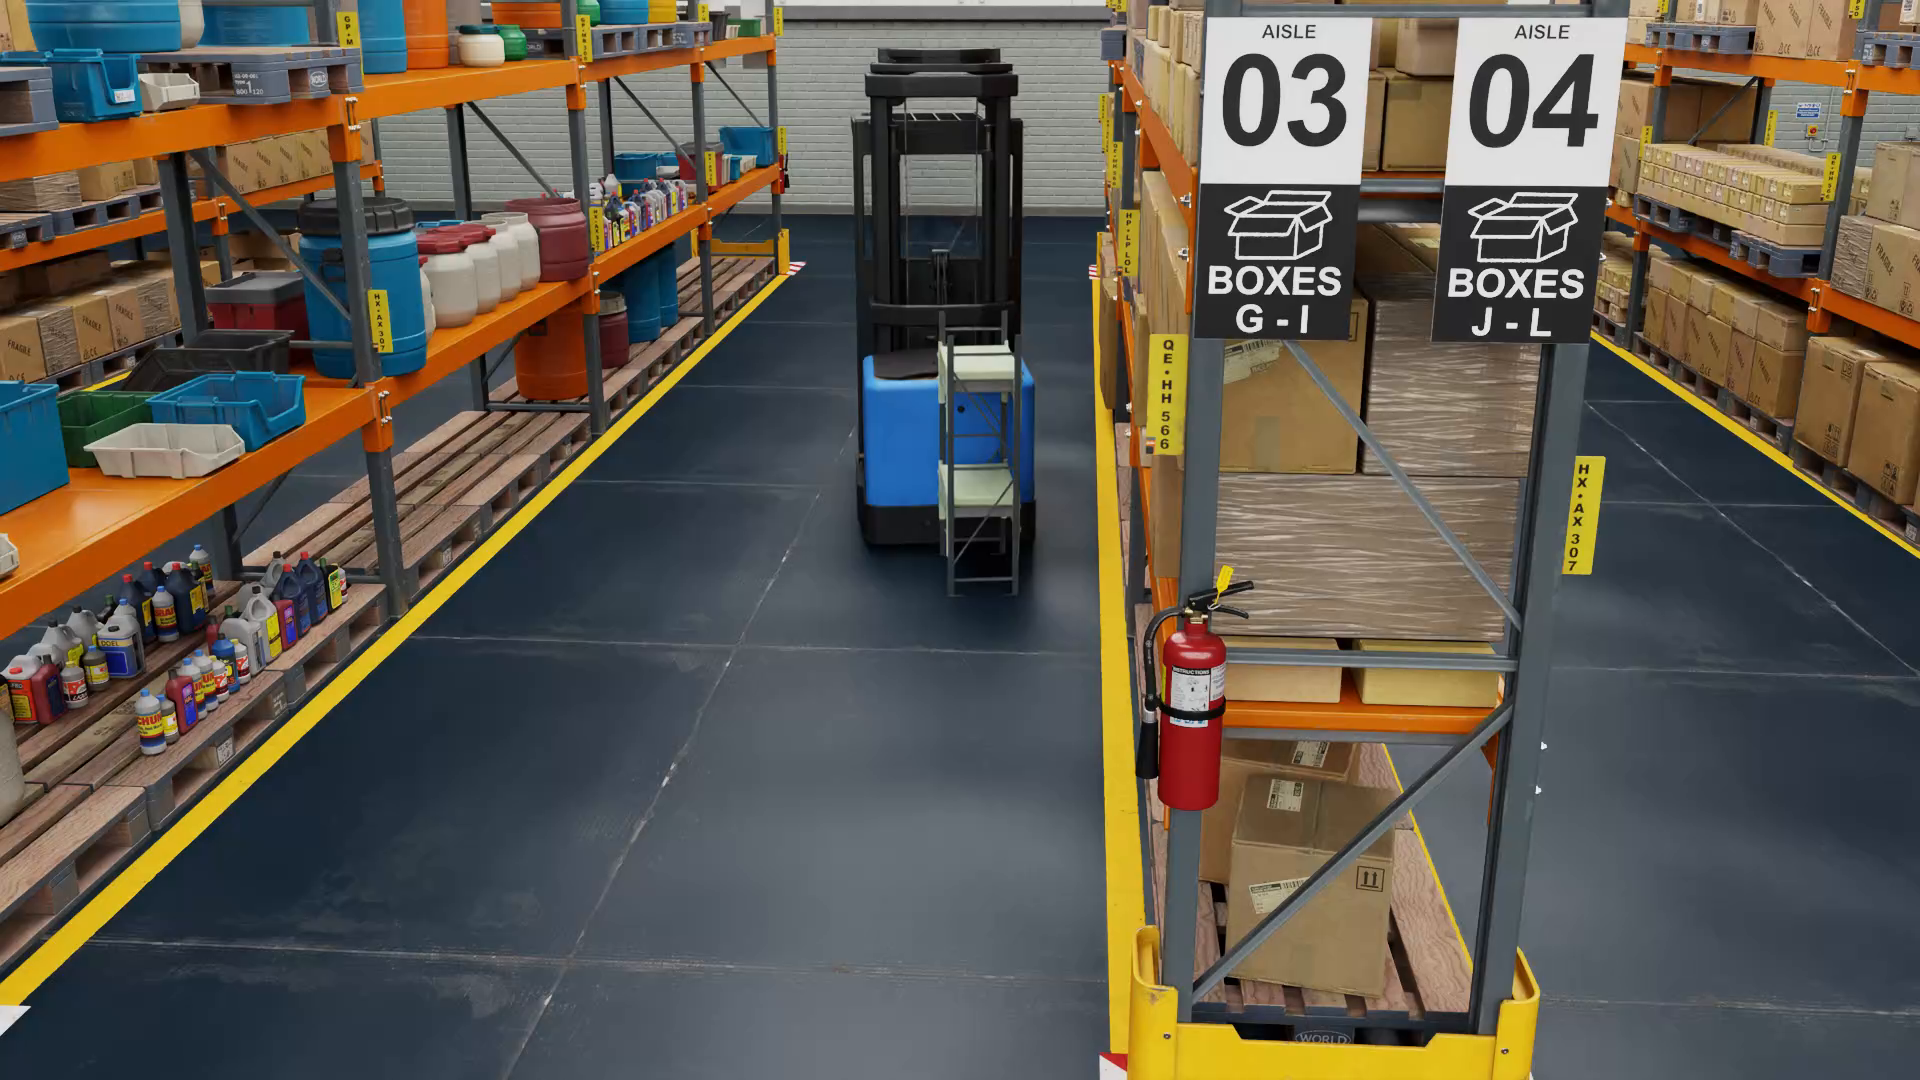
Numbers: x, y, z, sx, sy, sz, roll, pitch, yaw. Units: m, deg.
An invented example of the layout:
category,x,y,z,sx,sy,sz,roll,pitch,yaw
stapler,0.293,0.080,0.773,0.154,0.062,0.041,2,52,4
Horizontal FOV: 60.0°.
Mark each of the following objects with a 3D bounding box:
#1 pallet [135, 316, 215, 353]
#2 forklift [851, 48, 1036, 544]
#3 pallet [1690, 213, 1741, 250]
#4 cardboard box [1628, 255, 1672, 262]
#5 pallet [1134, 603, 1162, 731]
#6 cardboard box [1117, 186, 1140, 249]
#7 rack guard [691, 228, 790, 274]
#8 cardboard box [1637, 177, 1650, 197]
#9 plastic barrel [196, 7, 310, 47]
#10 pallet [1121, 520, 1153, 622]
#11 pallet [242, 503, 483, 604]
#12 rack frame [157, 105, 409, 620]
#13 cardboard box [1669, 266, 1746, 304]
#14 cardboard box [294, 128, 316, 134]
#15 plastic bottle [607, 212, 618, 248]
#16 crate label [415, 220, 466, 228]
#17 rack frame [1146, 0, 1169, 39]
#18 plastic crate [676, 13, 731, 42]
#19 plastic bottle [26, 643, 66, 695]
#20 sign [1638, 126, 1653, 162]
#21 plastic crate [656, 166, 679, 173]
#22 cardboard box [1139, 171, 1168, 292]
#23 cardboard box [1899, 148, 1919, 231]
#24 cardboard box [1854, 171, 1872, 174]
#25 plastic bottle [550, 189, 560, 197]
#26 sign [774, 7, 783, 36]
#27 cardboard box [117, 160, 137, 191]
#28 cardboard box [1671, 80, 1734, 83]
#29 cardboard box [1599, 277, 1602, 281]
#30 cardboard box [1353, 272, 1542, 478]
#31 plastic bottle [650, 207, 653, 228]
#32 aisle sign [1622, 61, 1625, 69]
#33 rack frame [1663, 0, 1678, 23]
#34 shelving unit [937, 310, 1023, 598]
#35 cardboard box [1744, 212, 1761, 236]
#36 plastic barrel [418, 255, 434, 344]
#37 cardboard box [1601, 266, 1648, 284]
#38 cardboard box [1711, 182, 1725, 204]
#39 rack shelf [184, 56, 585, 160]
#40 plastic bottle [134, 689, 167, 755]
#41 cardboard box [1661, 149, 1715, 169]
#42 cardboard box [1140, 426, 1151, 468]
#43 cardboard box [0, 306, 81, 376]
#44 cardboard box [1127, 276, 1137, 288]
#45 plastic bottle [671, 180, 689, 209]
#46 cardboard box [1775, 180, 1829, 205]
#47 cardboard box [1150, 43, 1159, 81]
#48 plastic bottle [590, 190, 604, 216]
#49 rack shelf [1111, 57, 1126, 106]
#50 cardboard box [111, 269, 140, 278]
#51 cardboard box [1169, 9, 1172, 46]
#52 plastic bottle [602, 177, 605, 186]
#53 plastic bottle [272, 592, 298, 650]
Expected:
category,x,y,z,sx,sy,sz,roll,pitch,yaw
pallet,-7.941,-2.035,16.296,1.003,0.211,1.213,1,18,4
forklift,-0.160,-1.777,11.138,1.130,2.935,3.031,-1,18,-4
pallet,6.715,-2.532,13.641,1.003,0.211,1.213,1,18,4
cardboard box,7.213,-2.889,17.370,0.380,0.149,0.250,1,18,2
pallet,1.374,0.627,8.169,1.003,0.211,1.213,1,18,4
cardboard box,1.504,-2.510,13.107,0.500,0.500,0.500,1,18,3
rack guard,-2.704,-3.565,20.499,1.175,0.500,0.348,1,18,4
cardboard box,6.414,-3.218,15.155,0.380,0.149,0.250,0,18,1
plastic barrel,-3.733,-2.844,8.663,0.600,0.901,0.708,1,18,4
pallet,1.441,0.176,9.546,1.003,0.211,1.213,1,18,4
pallet,-3.535,0.063,9.893,1.003,0.211,1.213,1,18,4
rack frame,-3.553,-1.018,8.712,1.000,3.000,0.127,1,18,4
cardboard box,6.548,-2.229,14.543,0.500,0.250,0.500,2,18,5
cardboard box,-7.496,-4.757,18.357,0.500,0.500,0.500,2,18,6
plastic bottle,-2.825,-2.516,13.472,0.061,0.283,0.133,1,18,4
crate label,-3.607,-1.974,11.574,0.502,0.435,0.616,1,18,4
rack frame,1.387,-3.758,7.440,1.000,3.000,0.127,1,18,4
plastic crate,-2.617,-5.245,17.006,0.497,0.269,0.590,1,18,4
plastic bottle,-4.090,0.609,7.415,0.152,0.276,0.135,1,18,2
sign,6.359,-3.671,15.418,0.100,0.325,0.005,1,18,4
plastic crate,-3.155,-3.953,17.997,0.293,0.136,0.466,1,18,4
cardboard box,1.101,-1.437,7.747,0.500,0.500,0.500,1,18,4
cardboard box,6.537,-2.234,10.656,0.700,0.500,0.500,1,18,3
cardboard box,6.898,-2.751,12.776,0.380,0.149,0.250,1,18,2
plastic bottle,-3.505,-2.874,14.456,0.144,0.351,0.185,1,18,4
sign,-2.143,-6.113,19.613,0.100,0.325,0.005,1,18,4
cardboard box,-8.163,-3.504,15.464,0.700,0.500,0.500,4,19,13
cardboard box,7.198,-4.210,16.209,0.500,0.500,0.500,1,18,2
cardboard box,6.731,-2.584,16.919,0.380,0.149,0.250,1,18,4
cardboard box,1.412,-0.494,4.868,0.500,0.500,0.500,1,18,4
plastic bottle,-2.755,-2.858,14.646,0.097,0.201,0.097,0,18,0
aisle sign,7.492,-5.743,18.959,0.394,0.787,0.004,1,18,4
rack frame,6.901,-6.101,14.589,1.000,3.000,0.127,1,18,4
shelving unit,0.105,-0.506,9.557,0.431,1.500,0.755,-1,18,-4
cardboard box,6.228,-2.408,12.684,0.380,0.149,0.250,2,18,5
plastic barrel,-3.266,-1.375,9.582,0.433,0.535,0.433,0,18,0
cardboard box,6.656,-2.651,16.645,0.380,0.149,0.250,1,18,3
cardboard box,6.285,-2.793,13.381,0.380,0.149,0.250,2,18,5
rack shelf,-3.410,-2.722,10.252,1.077,0.370,4.000,1,18,4
plastic bottle,-3.399,0.756,6.974,0.097,0.271,0.097,0,18,0
cardboard box,6.379,-3.334,14.555,0.380,0.149,0.250,1,18,4
cardboard box,0.983,-0.417,7.283,0.380,0.149,0.250,1,18,4
cardboard box,-7.857,-1.691,14.073,0.500,0.500,0.500,1,18,2
cardboard box,1.324,-1.762,10.551,0.500,0.250,0.500,1,18,2
plastic bottle,-2.685,-3.314,15.918,0.152,0.276,0.135,1,18,4
cardboard box,6.192,-2.533,12.109,0.380,0.149,0.250,1,18,2
cardboard box,1.067,-1.963,7.020,0.500,0.250,0.500,1,18,3
plastic bottle,-3.307,-3.017,15.013,0.152,0.276,0.135,1,18,4
rack shelf,1.817,-3.854,13.706,1.077,0.370,4.000,1,18,4
cardboard box,-8.225,-2.325,16.008,0.500,0.500,0.500,2,18,5
cardboard box,1.000,-1.951,6.343,0.380,0.149,0.250,1,18,3
plastic bottle,-3.431,-3.343,15.994,0.061,0.283,0.133,1,18,4
plastic bottle,-3.296,0.382,8.097,0.061,0.283,0.133,3,18,8
